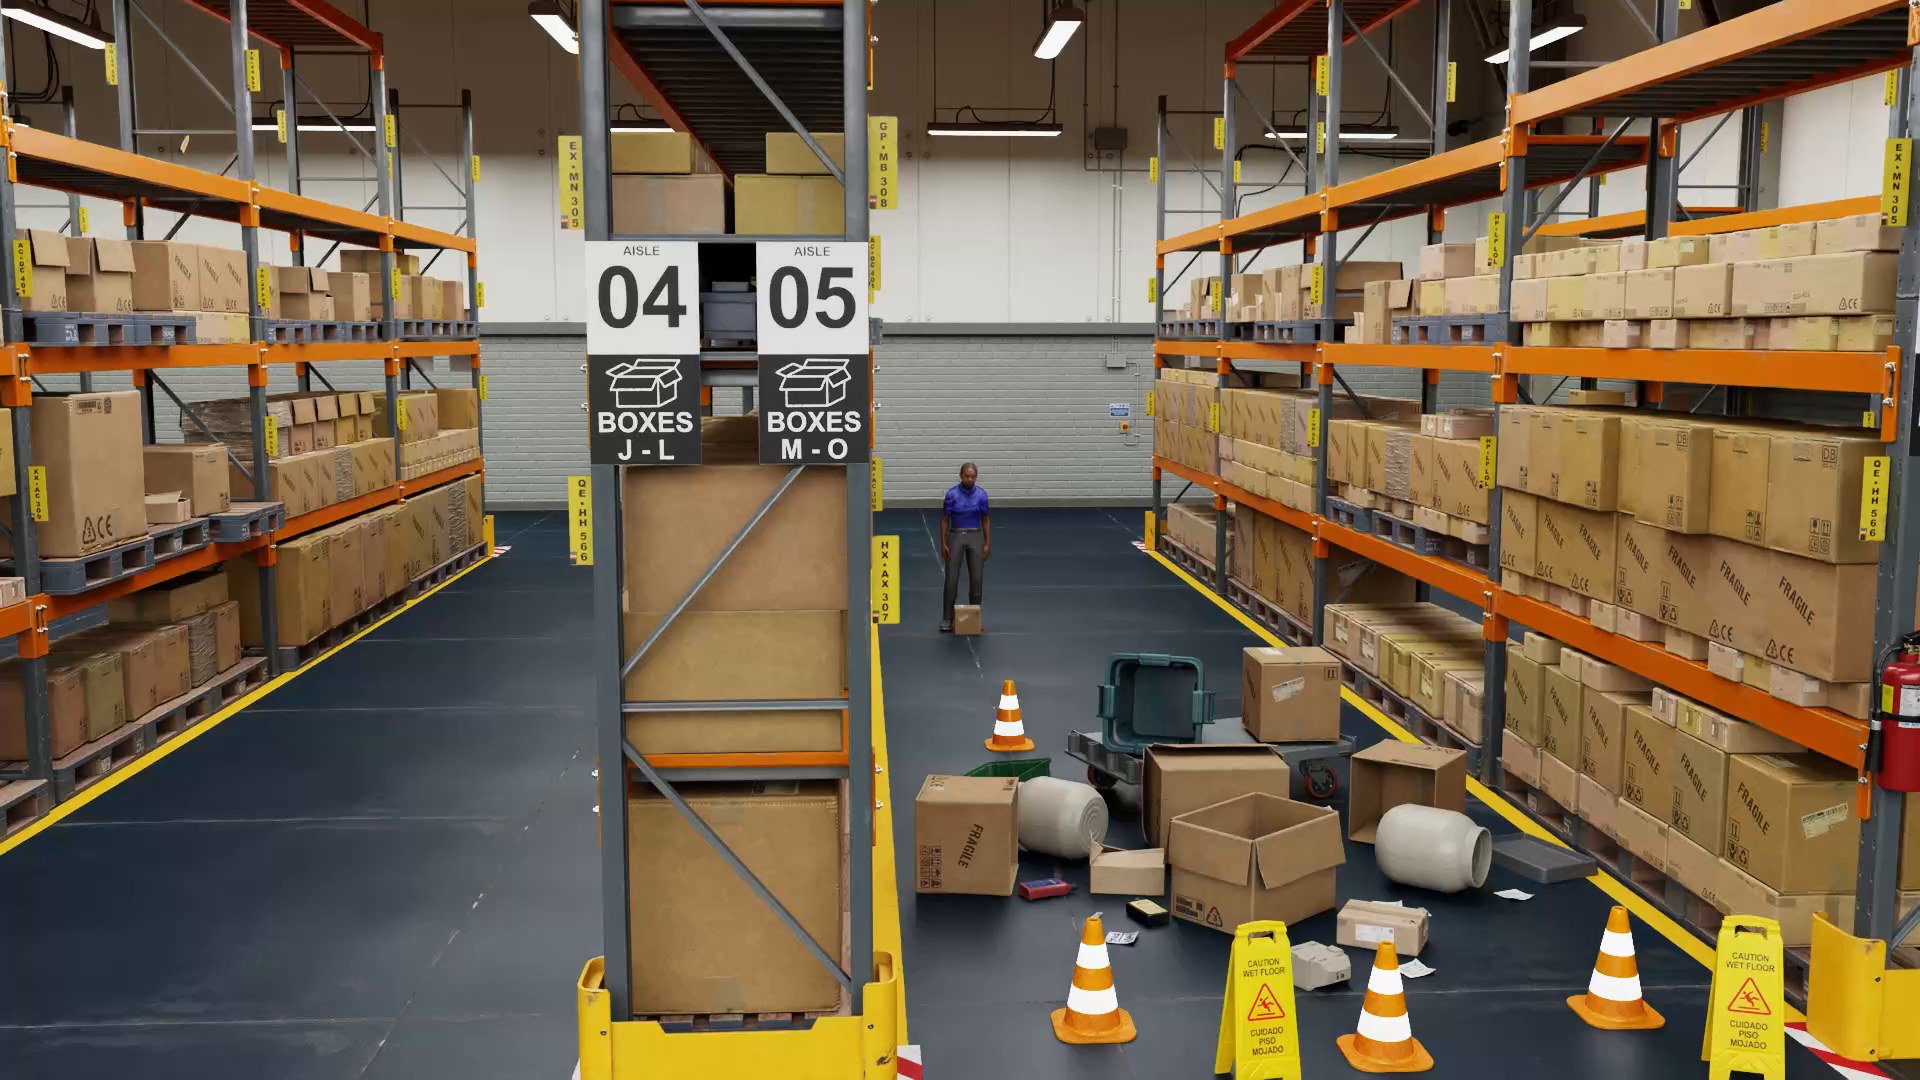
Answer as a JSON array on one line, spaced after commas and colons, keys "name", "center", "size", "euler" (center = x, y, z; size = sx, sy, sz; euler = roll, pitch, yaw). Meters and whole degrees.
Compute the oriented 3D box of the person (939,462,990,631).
[{"name": "person", "center": [0.044, 0.060, 16.348], "size": [0.521, 1.639, 0.348], "euler": [-1, 7, -7]}]
